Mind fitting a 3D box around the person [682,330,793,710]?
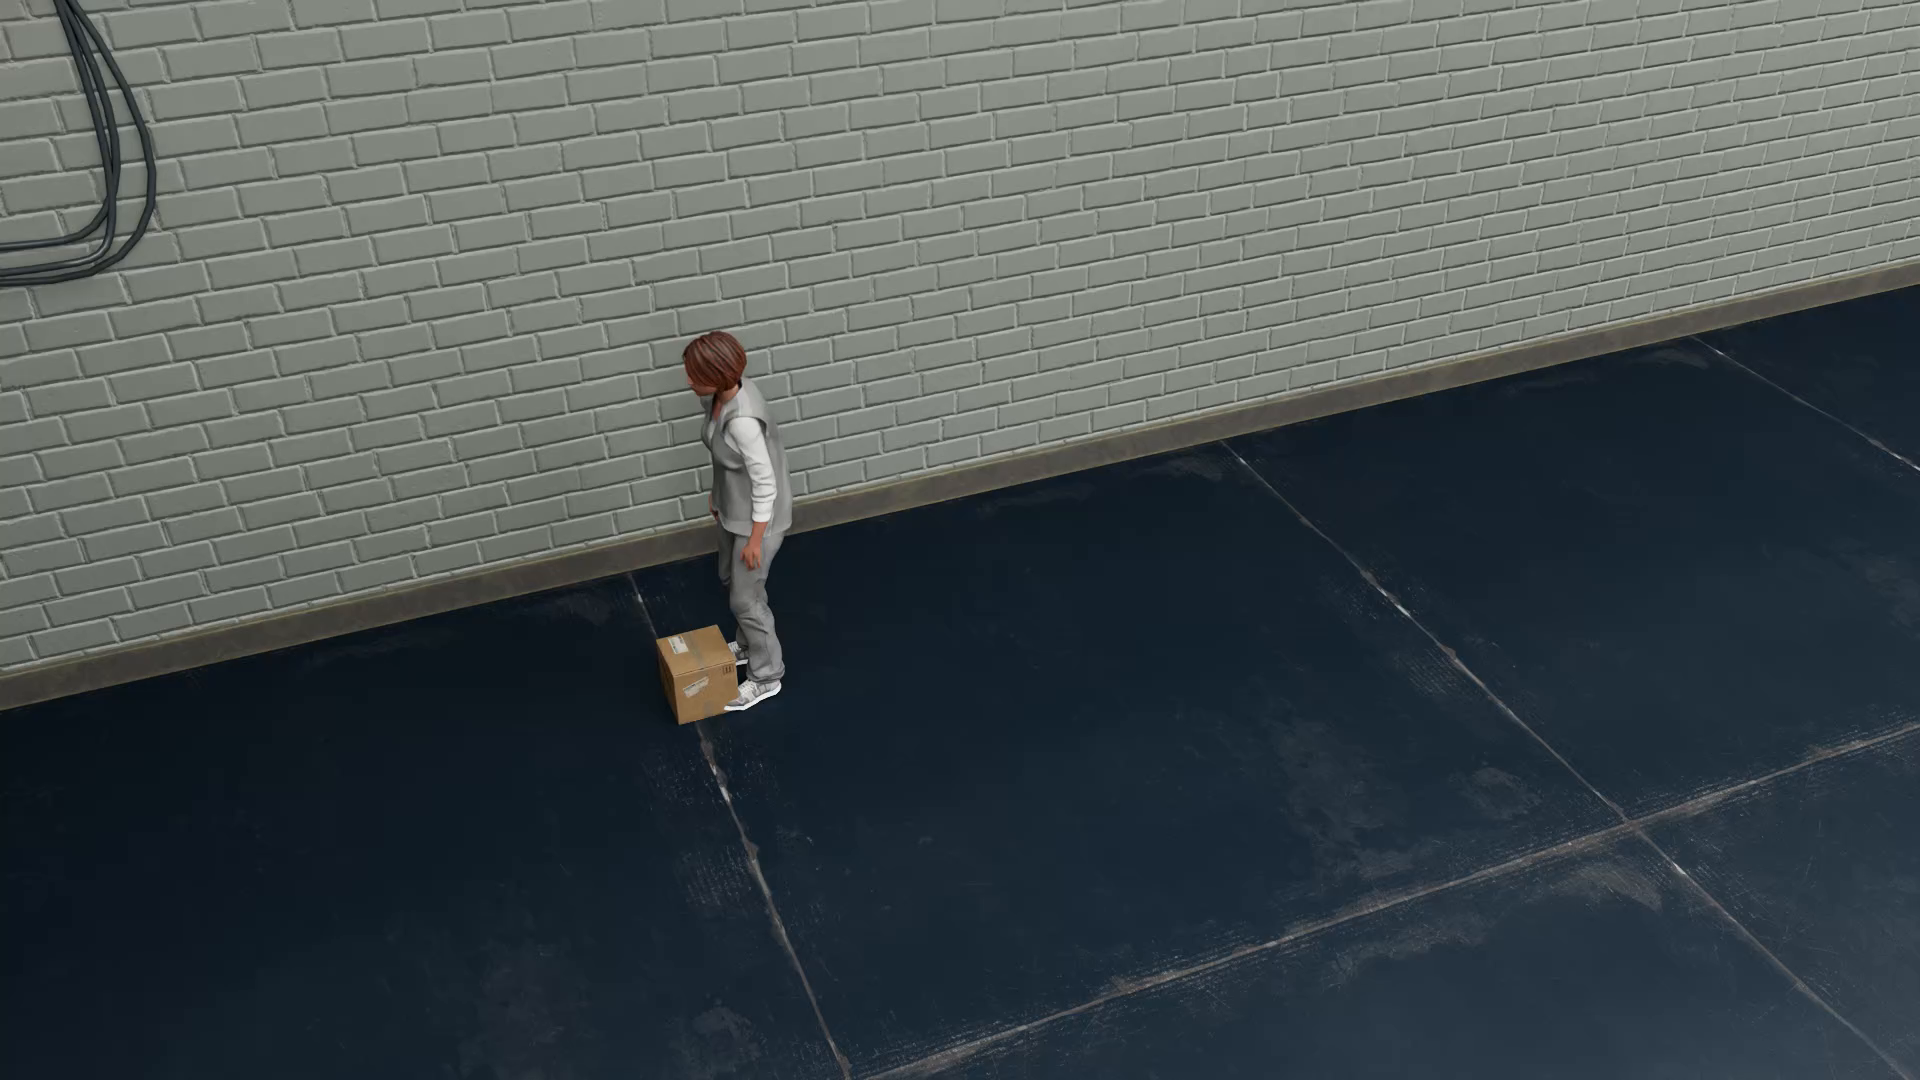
[{"bbox_3d":[-0.826,-0.074,6.272,0.367,1.582,0.477,-14,36,-20],"label":"person"}]
